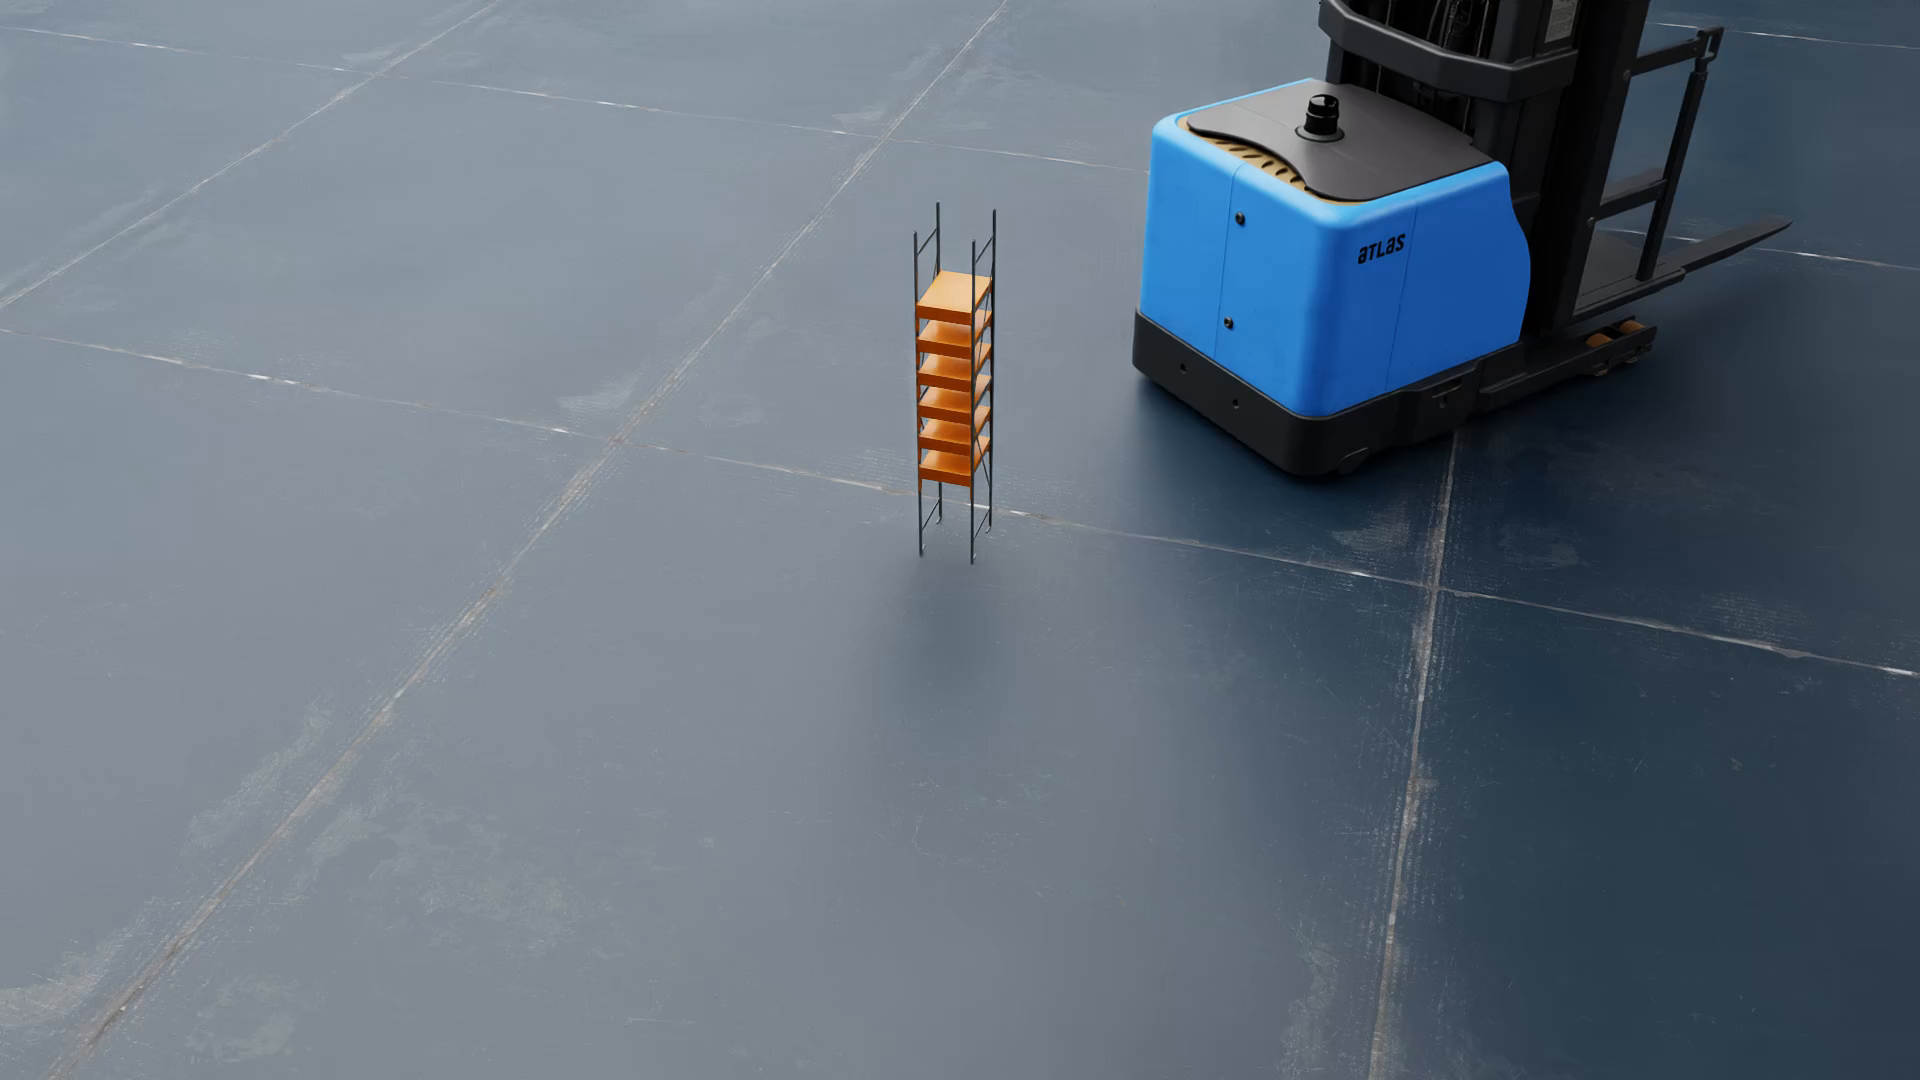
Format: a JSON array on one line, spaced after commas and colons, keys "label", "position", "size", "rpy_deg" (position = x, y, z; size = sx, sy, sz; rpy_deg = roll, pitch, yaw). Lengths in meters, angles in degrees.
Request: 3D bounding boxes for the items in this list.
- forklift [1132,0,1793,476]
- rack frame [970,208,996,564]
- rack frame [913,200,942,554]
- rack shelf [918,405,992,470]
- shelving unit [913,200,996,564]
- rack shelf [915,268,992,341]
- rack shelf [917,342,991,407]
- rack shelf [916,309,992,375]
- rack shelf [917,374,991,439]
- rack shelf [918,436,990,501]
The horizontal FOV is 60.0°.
[{"label": "forklift", "position": [2.195, -2.075, 6.097], "size": [3.031, 2.935, 1.130], "rpy_deg": [-21, 41, -26]}, {"label": "rack frame", "position": [0.074, -0.470, 5.376], "size": [0.006, 1.200, 0.240], "rpy_deg": [10, 38, 14]}, {"label": "rack frame", "position": [-0.101, -0.502, 5.420], "size": [0.006, 1.200, 0.240], "rpy_deg": [10, 38, 14]}, {"label": "rack shelf", "position": [-0.014, -0.353, 5.495], "size": [0.180, 0.103, 0.258], "rpy_deg": [10, 38, 14]}, {"label": "shelving unit", "position": [-0.014, -0.486, 5.398], "size": [0.189, 1.200, 0.258], "rpy_deg": [10, 38, 14]}, {"label": "rack shelf", "position": [-0.014, -0.740, 5.211], "size": [0.180, 0.103, 0.258], "rpy_deg": [10, 38, 14]}, {"label": "rack shelf", "position": [-0.014, -0.547, 5.353], "size": [0.180, 0.103, 0.258], "rpy_deg": [10, 38, 14]}, {"label": "rack shelf", "position": [-0.014, -0.643, 5.282], "size": [0.180, 0.103, 0.258], "rpy_deg": [10, 38, 14]}, {"label": "rack shelf", "position": [-0.014, -0.450, 5.424], "size": [0.180, 0.103, 0.258], "rpy_deg": [10, 38, 14]}, {"label": "rack shelf", "position": [-0.014, -0.257, 5.566], "size": [0.180, 0.103, 0.258], "rpy_deg": [10, 38, 14]}]
